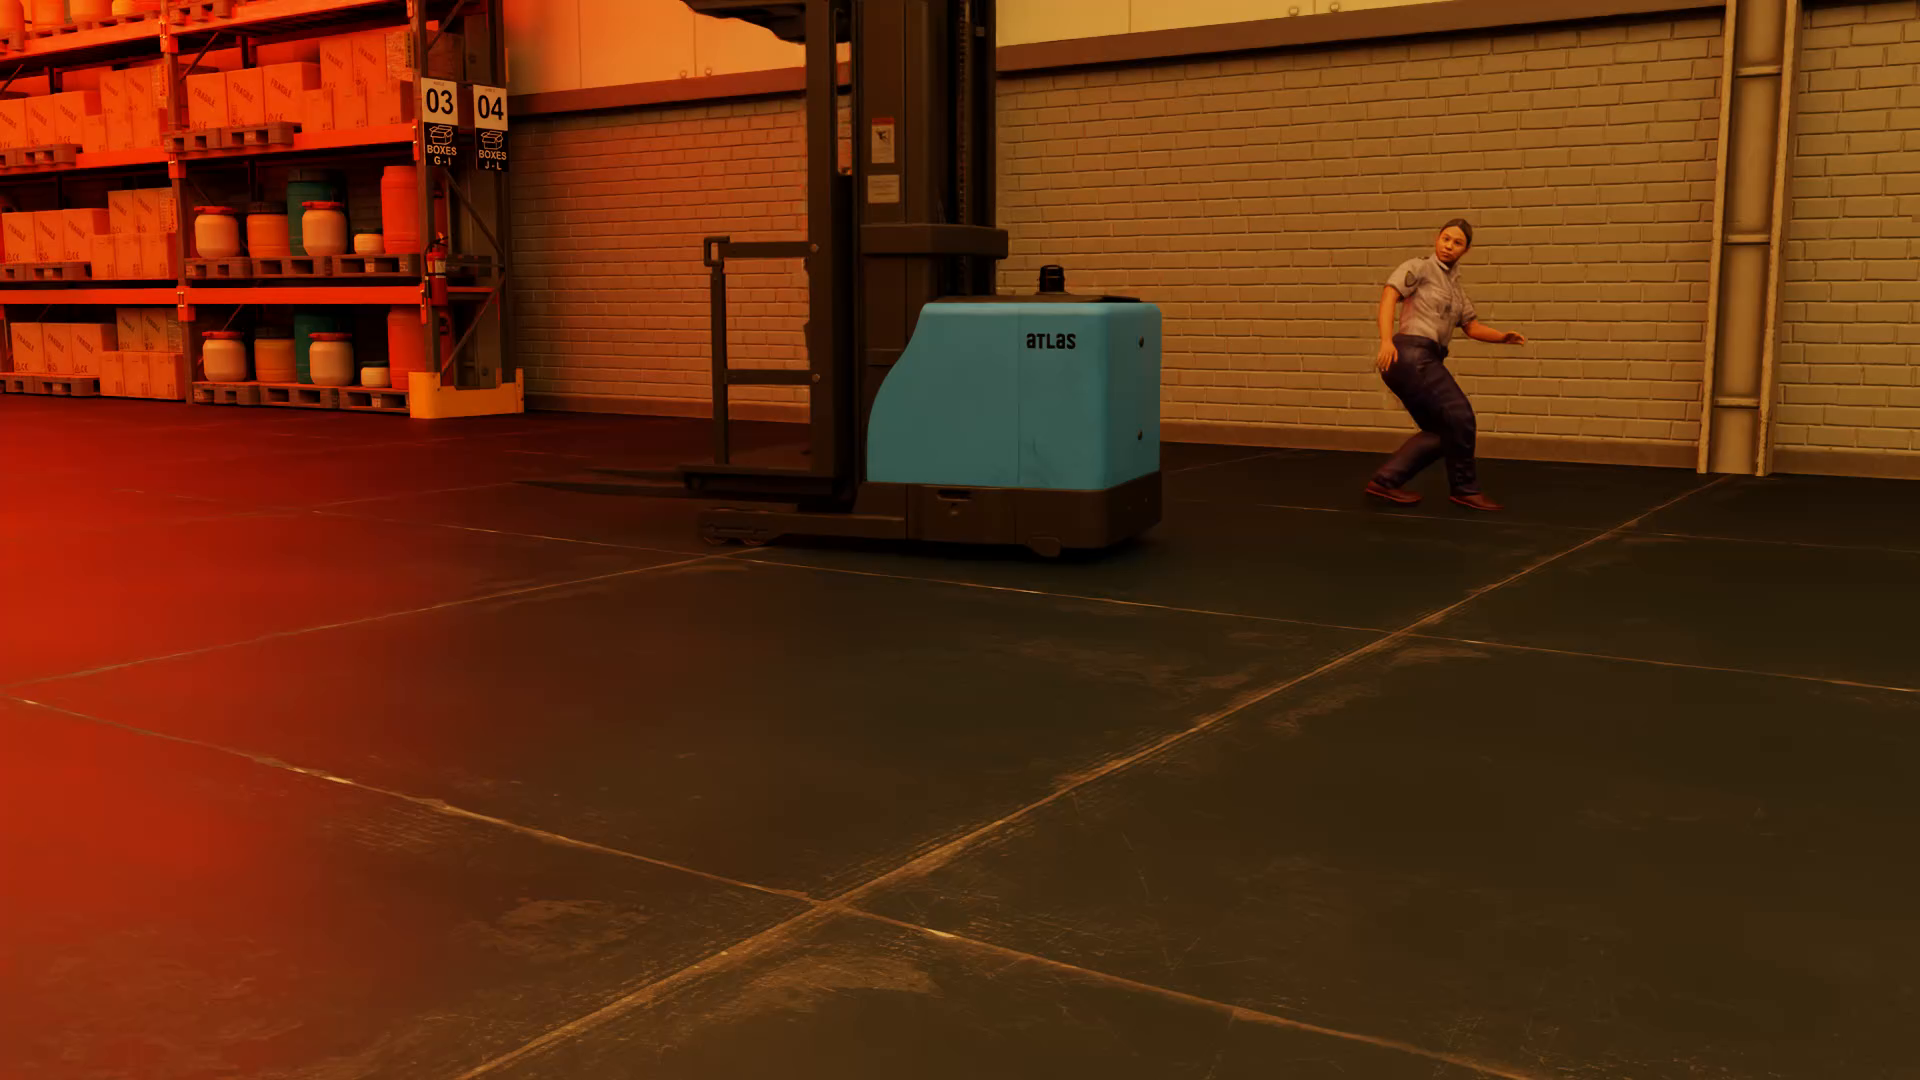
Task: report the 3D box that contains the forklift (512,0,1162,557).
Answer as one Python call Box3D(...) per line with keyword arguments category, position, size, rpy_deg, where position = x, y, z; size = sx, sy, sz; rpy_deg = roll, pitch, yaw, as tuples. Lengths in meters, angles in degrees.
Box3D(category="forklift", position=(-0.640, -1.485, 7.634), size=(3.031, 2.935, 1.130), rpy_deg=(3, 9, 21))

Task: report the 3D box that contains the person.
Box3D(category="person", position=(2.513, -0.898, 8.646), size=(0.786, 1.534, 0.746), rpy_deg=(4, 9, 25))
